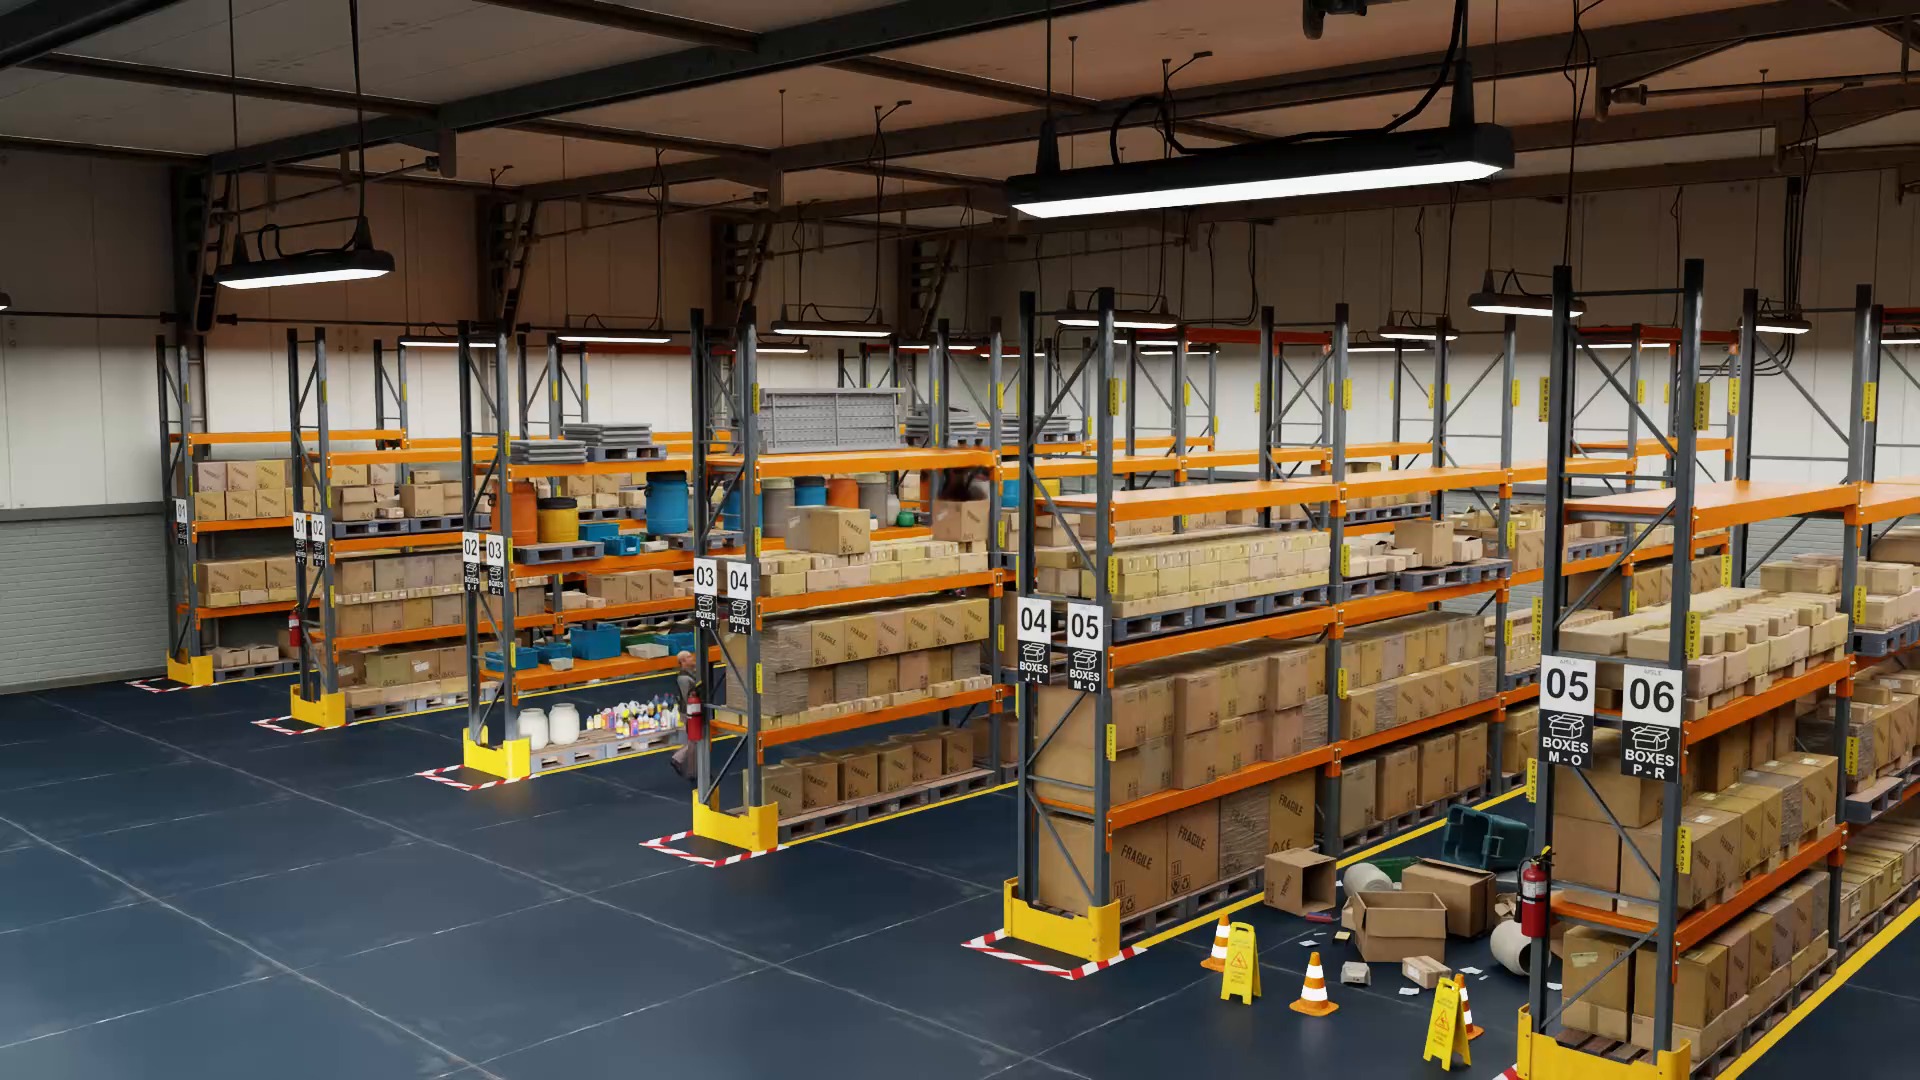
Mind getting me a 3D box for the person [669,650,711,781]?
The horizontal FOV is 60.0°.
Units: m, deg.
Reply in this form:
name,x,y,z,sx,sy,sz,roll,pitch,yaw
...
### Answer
name,x,y,z,sx,sy,sz,roll,pitch,yaw
person,-3.506,2.275,21.580,0.526,1.703,0.549,-2,6,-18
